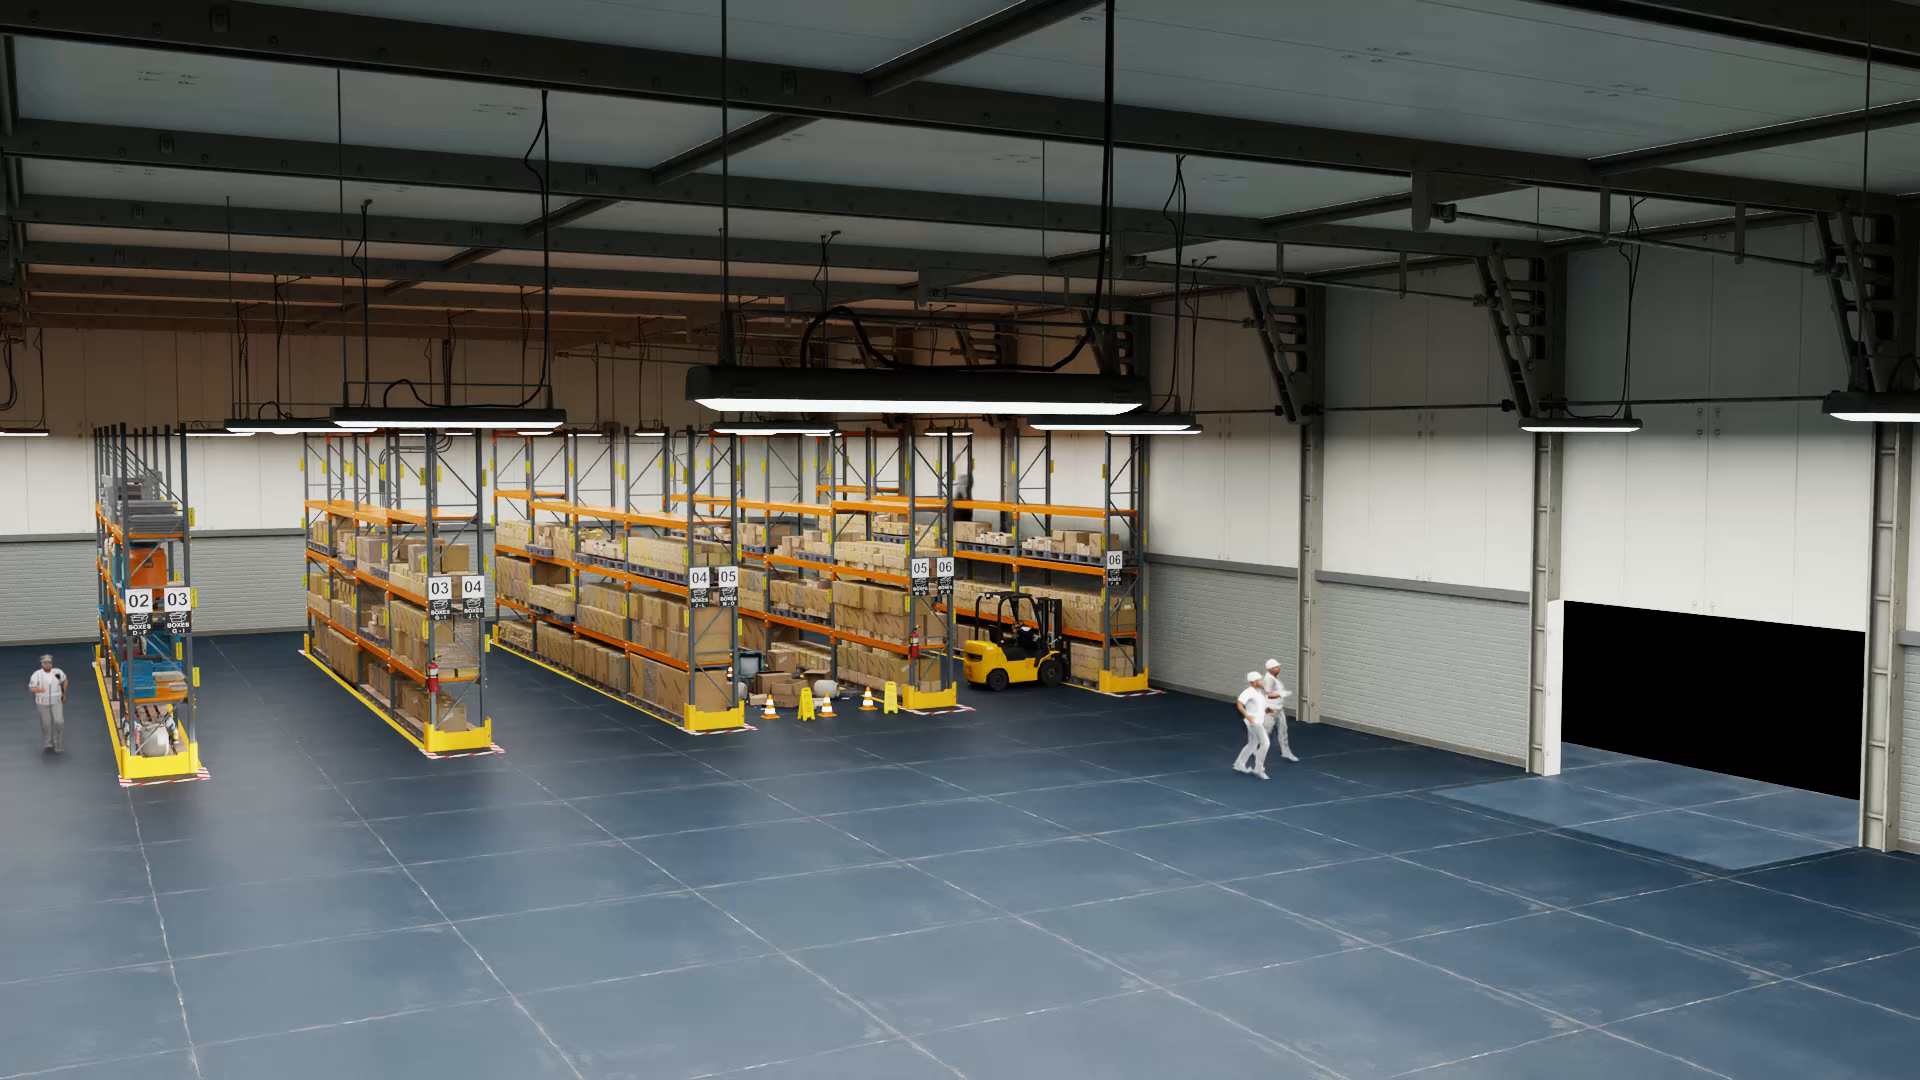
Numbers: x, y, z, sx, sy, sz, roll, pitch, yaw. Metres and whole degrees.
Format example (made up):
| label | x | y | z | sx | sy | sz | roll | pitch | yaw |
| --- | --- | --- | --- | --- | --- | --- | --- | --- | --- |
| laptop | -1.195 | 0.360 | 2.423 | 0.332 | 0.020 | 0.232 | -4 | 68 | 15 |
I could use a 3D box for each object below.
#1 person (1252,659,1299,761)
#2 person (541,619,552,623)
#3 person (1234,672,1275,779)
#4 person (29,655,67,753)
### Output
| label | x | y | z | sx | sy | sz | roll | pitch | yaw |
| --- | --- | --- | --- | --- | --- | --- | --- | --- | --- |
| person | 5.555 | 3.014 | 29.541 | 0.923 | 1.803 | 0.675 | 2 | 4 | 25 |
| person | -12.035 | 1.965 | 48.659 | 0.762 | 1.615 | 0.590 | -3 | 4 | -39 |
| person | 4.990 | 3.148 | 28.213 | 0.670 | 1.836 | 0.695 | 1 | 4 | 17 |
| person | -16.684 | 3.009 | 30.468 | 0.638 | 1.839 | 0.767 | -2 | 4 | -33 |
